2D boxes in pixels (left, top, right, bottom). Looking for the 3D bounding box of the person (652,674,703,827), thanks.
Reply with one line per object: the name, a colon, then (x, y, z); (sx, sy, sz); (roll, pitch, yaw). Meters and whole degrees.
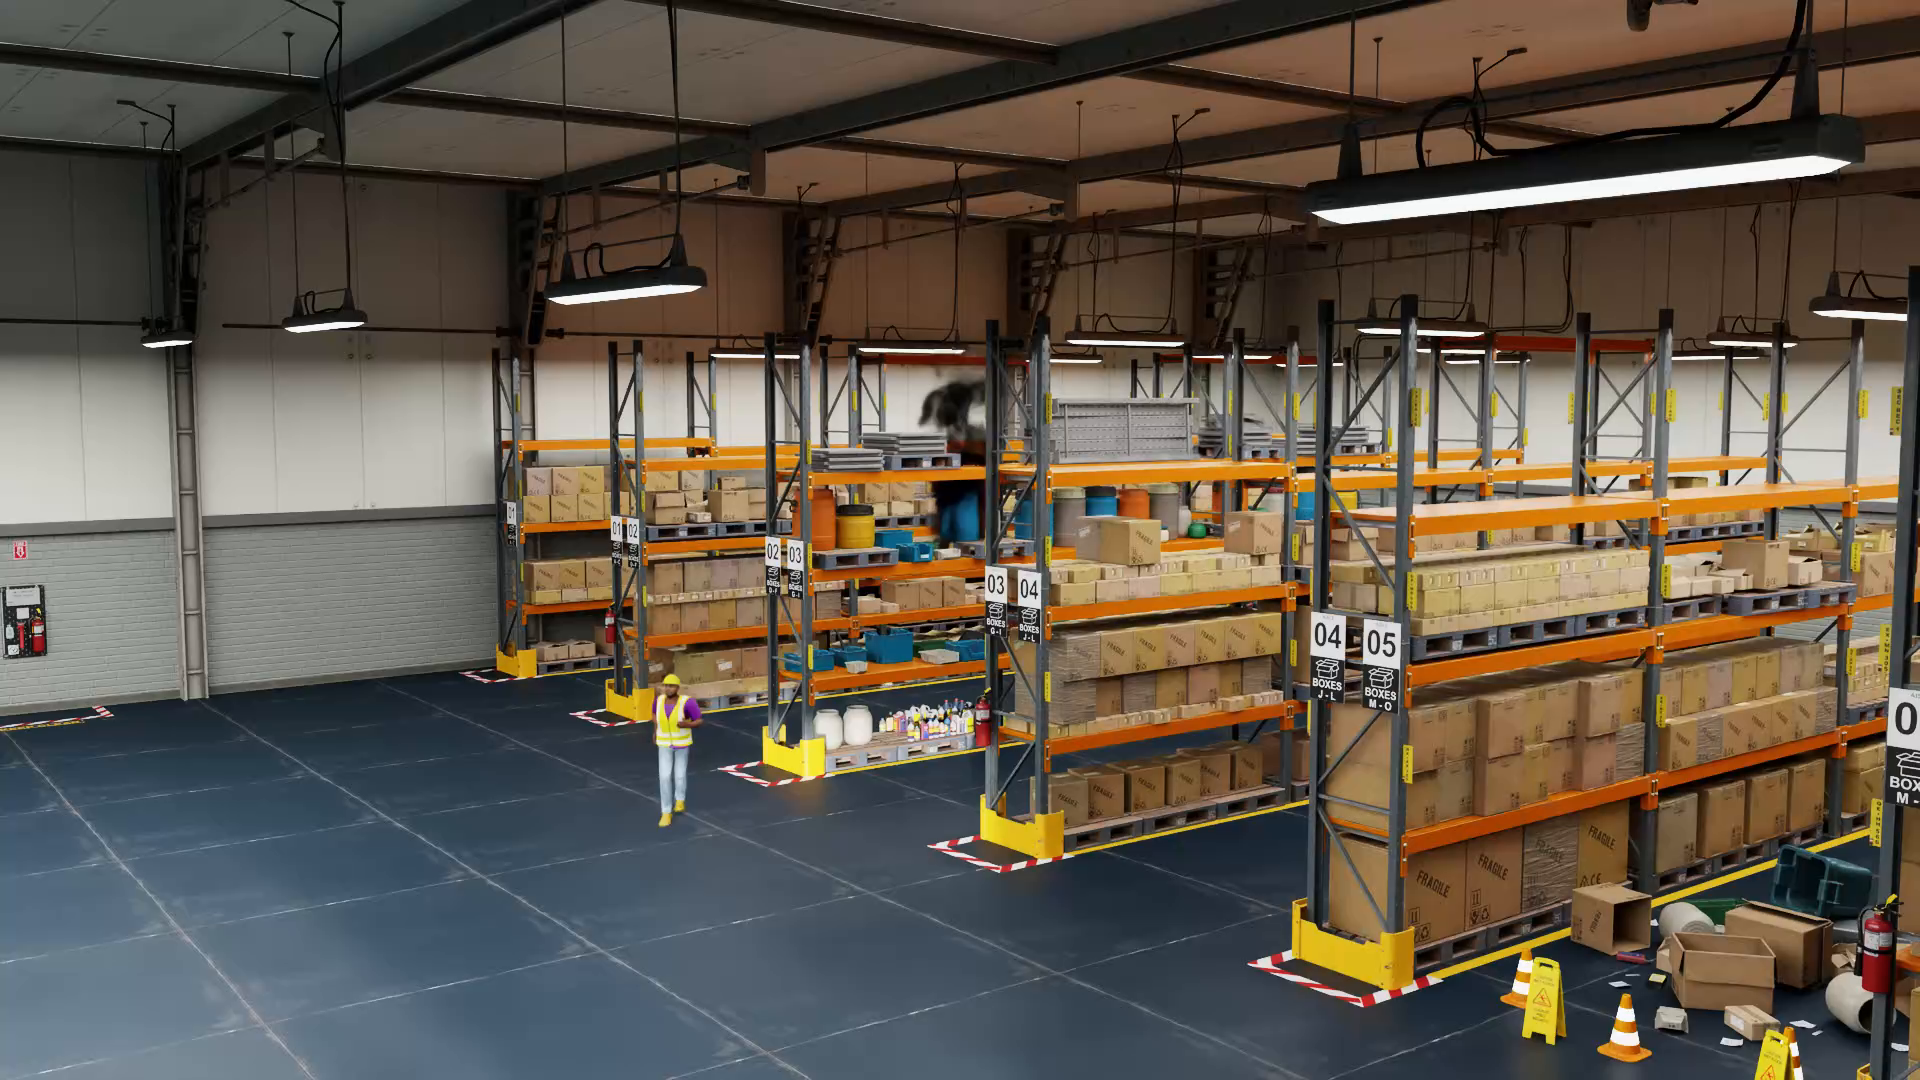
person: (-3.440, 2.523, 20.185); (0.665, 1.830, 0.788); (0, 5, 0)
